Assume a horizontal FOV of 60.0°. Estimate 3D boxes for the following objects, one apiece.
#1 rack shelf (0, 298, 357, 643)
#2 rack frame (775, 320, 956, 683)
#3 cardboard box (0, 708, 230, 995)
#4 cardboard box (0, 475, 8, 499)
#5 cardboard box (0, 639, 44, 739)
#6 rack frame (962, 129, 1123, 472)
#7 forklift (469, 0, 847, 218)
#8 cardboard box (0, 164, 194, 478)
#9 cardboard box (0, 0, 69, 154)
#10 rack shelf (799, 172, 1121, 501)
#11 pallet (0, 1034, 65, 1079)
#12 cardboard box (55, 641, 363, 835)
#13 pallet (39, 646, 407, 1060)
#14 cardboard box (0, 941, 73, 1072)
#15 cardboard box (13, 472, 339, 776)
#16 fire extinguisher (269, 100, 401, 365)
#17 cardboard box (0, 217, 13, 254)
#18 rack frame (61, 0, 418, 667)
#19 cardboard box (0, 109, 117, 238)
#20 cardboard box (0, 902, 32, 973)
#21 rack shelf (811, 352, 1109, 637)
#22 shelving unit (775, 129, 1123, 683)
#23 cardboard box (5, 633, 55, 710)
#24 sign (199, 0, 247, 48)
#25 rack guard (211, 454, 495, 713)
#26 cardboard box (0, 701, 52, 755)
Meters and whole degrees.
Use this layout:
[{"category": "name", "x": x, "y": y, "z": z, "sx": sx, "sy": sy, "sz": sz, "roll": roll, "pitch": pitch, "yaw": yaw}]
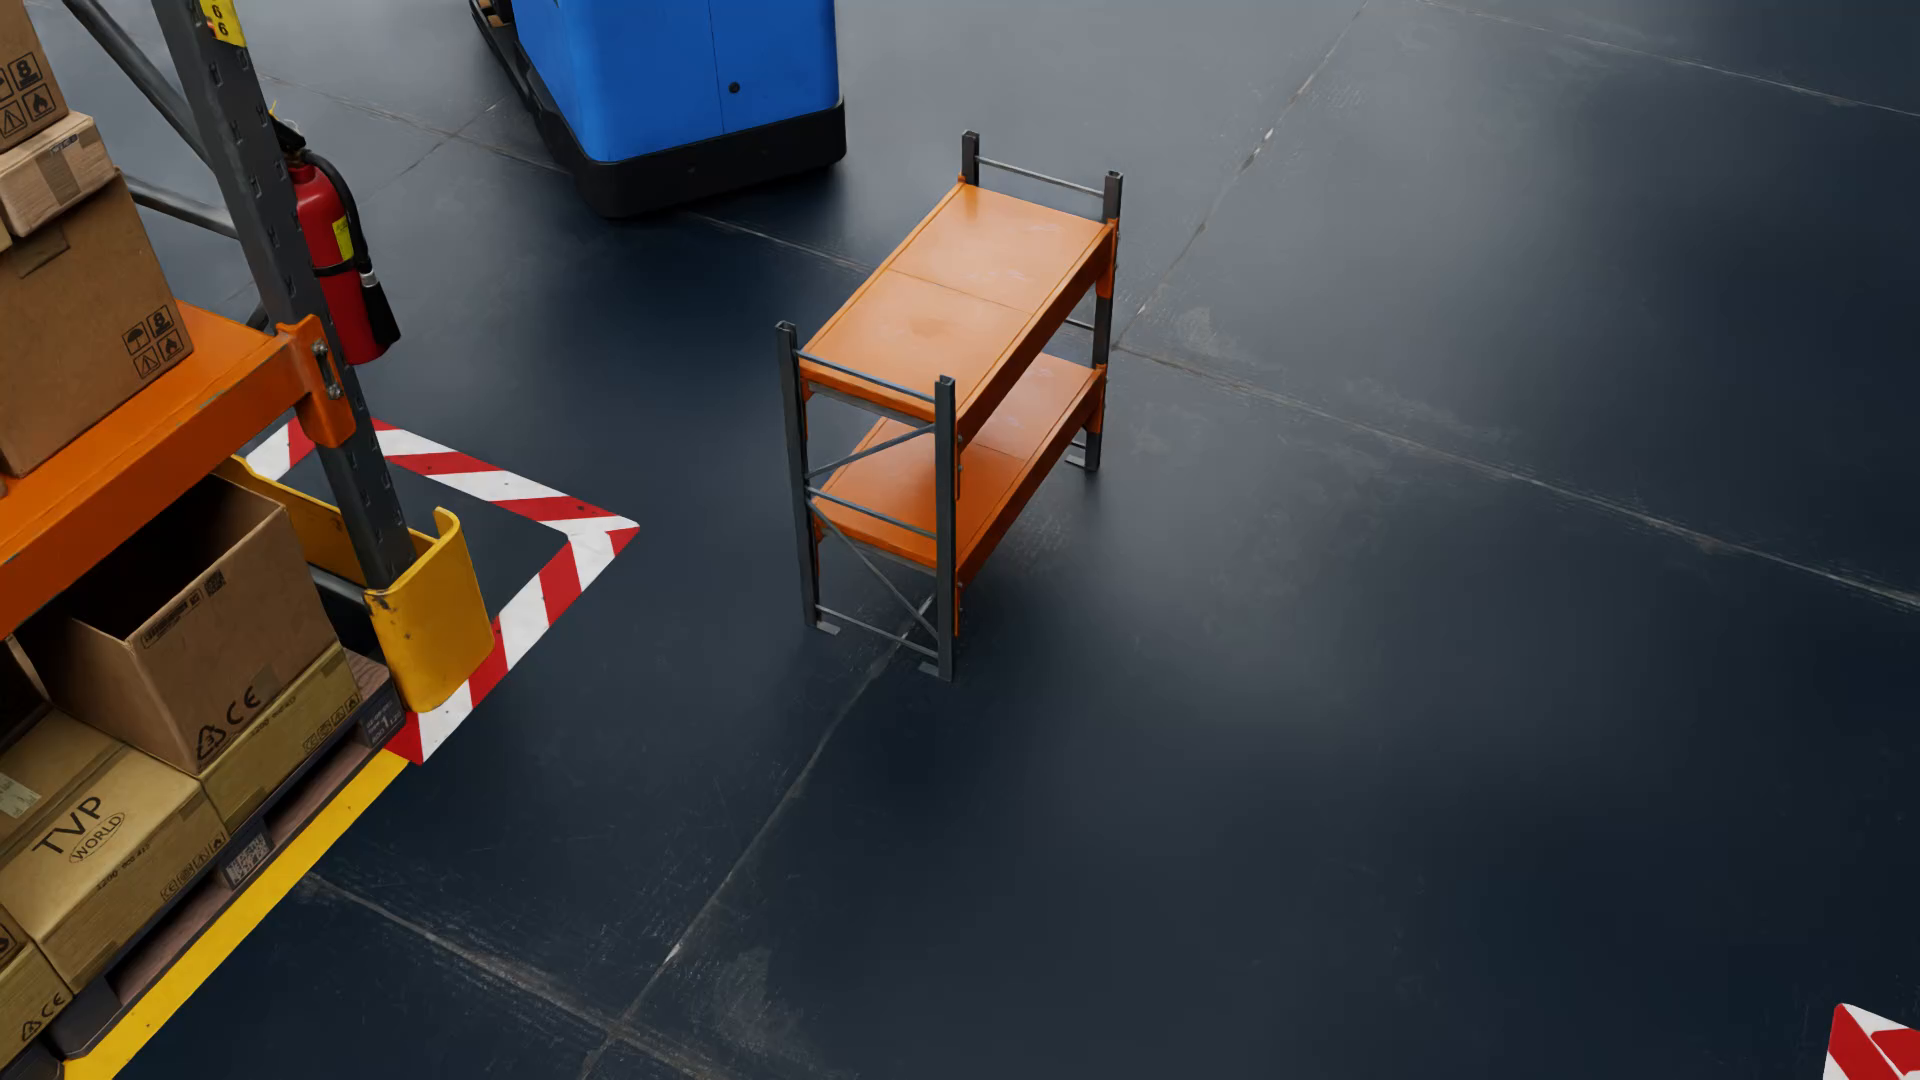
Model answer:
[{"category": "rack shelf", "x": -2.895, "y": 0.684, "z": 2.971, "sx": 1.077, "sy": 0.370, "sz": 4.000, "roll": 20, "pitch": 49, "yaw": 19}, {"category": "rack frame", "x": -0.239, "y": -0.071, "z": 4.529, "sx": 0.500, "sy": 1.125, "sz": 0.032, "roll": 20, "pitch": 49, "yaw": 19}, {"category": "cardboard box", "x": -2.176, "y": 0.745, "z": 4.043, "sx": 0.500, "sy": 0.250, "sz": 0.500, "roll": 20, "pitch": 49, "yaw": 19}, {"category": "cardboard box", "x": -2.435, "y": -0.241, "z": 3.309, "sx": 0.700, "sy": 0.500, "sz": 0.500, "roll": 22, "pitch": 49, "yaw": 20}, {"category": "cardboard box", "x": -2.643, "y": 0.307, "z": 3.949, "sx": 0.500, "sy": 0.500, "sz": 0.500, "roll": 20, "pitch": 49, "yaw": 19}, {"category": "rack frame", "x": 0.233, "y": -0.711, "z": 5.162, "sx": 0.500, "sy": 1.125, "sz": 0.032, "roll": 20, "pitch": 49, "yaw": 19}, {"category": "forklift", "x": -1.551, "y": -3.318, "z": 6.468, "sx": 1.130, "sy": 2.935, "sz": 3.031, "roll": -19, "pitch": 48, "yaw": -18}, {"category": "cardboard box", "x": -2.195, "y": -0.574, "z": 3.638, "sx": 0.700, "sy": 0.500, "sz": 0.500, "roll": 20, "pitch": 49, "yaw": 19}, {"category": "cardboard box", "x": -2.220, "y": -0.997, "z": 3.144, "sx": 0.700, "sy": 0.500, "sz": 0.500, "roll": 21, "pitch": 49, "yaw": 19}, {"category": "rack shelf", "x": -0.003, "y": -0.597, "z": 4.638, "sx": 0.538, "sy": 0.278, "sz": 1.000, "roll": 20, "pitch": 49, "yaw": 19}, {"category": "pallet", "x": -2.852, "y": 1.413, "z": 3.705, "sx": 1.003, "sy": 0.211, "sz": 1.213, "roll": 20, "pitch": 49, "yaw": 19}, {"category": "cardboard box", "x": -1.954, "y": 0.426, "z": 4.358, "sx": 0.500, "sy": 0.250, "sz": 0.500, "roll": 20, "pitch": 49, "yaw": 19}, {"category": "pallet", "x": -2.285, "y": 0.647, "z": 4.462, "sx": 1.003, "sy": 0.211, "sz": 1.213, "roll": 20, "pitch": 49, "yaw": 19}, {"category": "cardboard box", "x": -2.406, "y": 1.060, "z": 3.731, "sx": 0.500, "sy": 0.250, "sz": 0.500, "roll": 20, "pitch": 49, "yaw": 19}, {"category": "cardboard box", "x": -1.952, "y": 0.163, "z": 4.091, "sx": 0.500, "sy": 0.500, "sz": 0.500, "roll": 20, "pitch": 49, "yaw": 19}, {"category": "fire extinguisher", "x": -1.501, "y": -0.723, "z": 3.910, "sx": 0.296, "sy": 0.674, "sz": 0.183, "roll": 20, "pitch": 49, "yaw": 19}, {"category": "cardboard box", "x": -2.096, "y": -0.623, "z": 3.230, "sx": 0.380, "sy": 0.149, "sz": 0.250, "roll": 22, "pitch": 49, "yaw": 20}, {"category": "rack frame", "x": -1.967, "y": -0.829, "z": 3.960, "sx": 1.000, "sy": 3.000, "sz": 0.127, "roll": 20, "pitch": 49, "yaw": 19}, {"category": "cardboard box", "x": -1.976, "y": -0.788, "z": 3.394, "sx": 0.380, "sy": 0.149, "sz": 0.250, "roll": 20, "pitch": 49, "yaw": 18}, {"category": "cardboard box", "x": -2.404, "y": 0.798, "z": 3.463, "sx": 0.500, "sy": 0.500, "sz": 0.500, "roll": 20, "pitch": 49, "yaw": 19}, {"category": "rack shelf", "x": -0.003, "y": -0.219, "z": 5.020, "sx": 0.538, "sy": 0.278, "sz": 1.000, "roll": 20, "pitch": 49, "yaw": 19}, {"category": "shelving unit", "x": -0.003, "y": -0.391, "z": 4.846, "sx": 0.538, "sy": 1.125, "sz": 1.048, "roll": 20, "pitch": 49, "yaw": 19}, {"category": "cardboard box", "x": -2.413, "y": 0.255, "z": 4.527, "sx": 0.500, "sy": 0.250, "sz": 0.500, "roll": 20, "pitch": 49, "yaw": 19}, {"category": "sign", "x": -1.493, "y": -1.131, "z": 3.278, "sx": 0.100, "sy": 0.325, "sz": 0.005, "roll": 20, "pitch": 49, "yaw": 19}, {"category": "rack guard", "x": -1.956, "y": 0.035, "z": 4.864, "sx": 1.175, "sy": 0.500, "sz": 0.348, "roll": 20, "pitch": 49, "yaw": 19}, {"category": "cardboard box", "x": -2.642, "y": 0.571, "z": 4.215, "sx": 0.500, "sy": 0.250, "sz": 0.500, "roll": 20, "pitch": 49, "yaw": 19}]
